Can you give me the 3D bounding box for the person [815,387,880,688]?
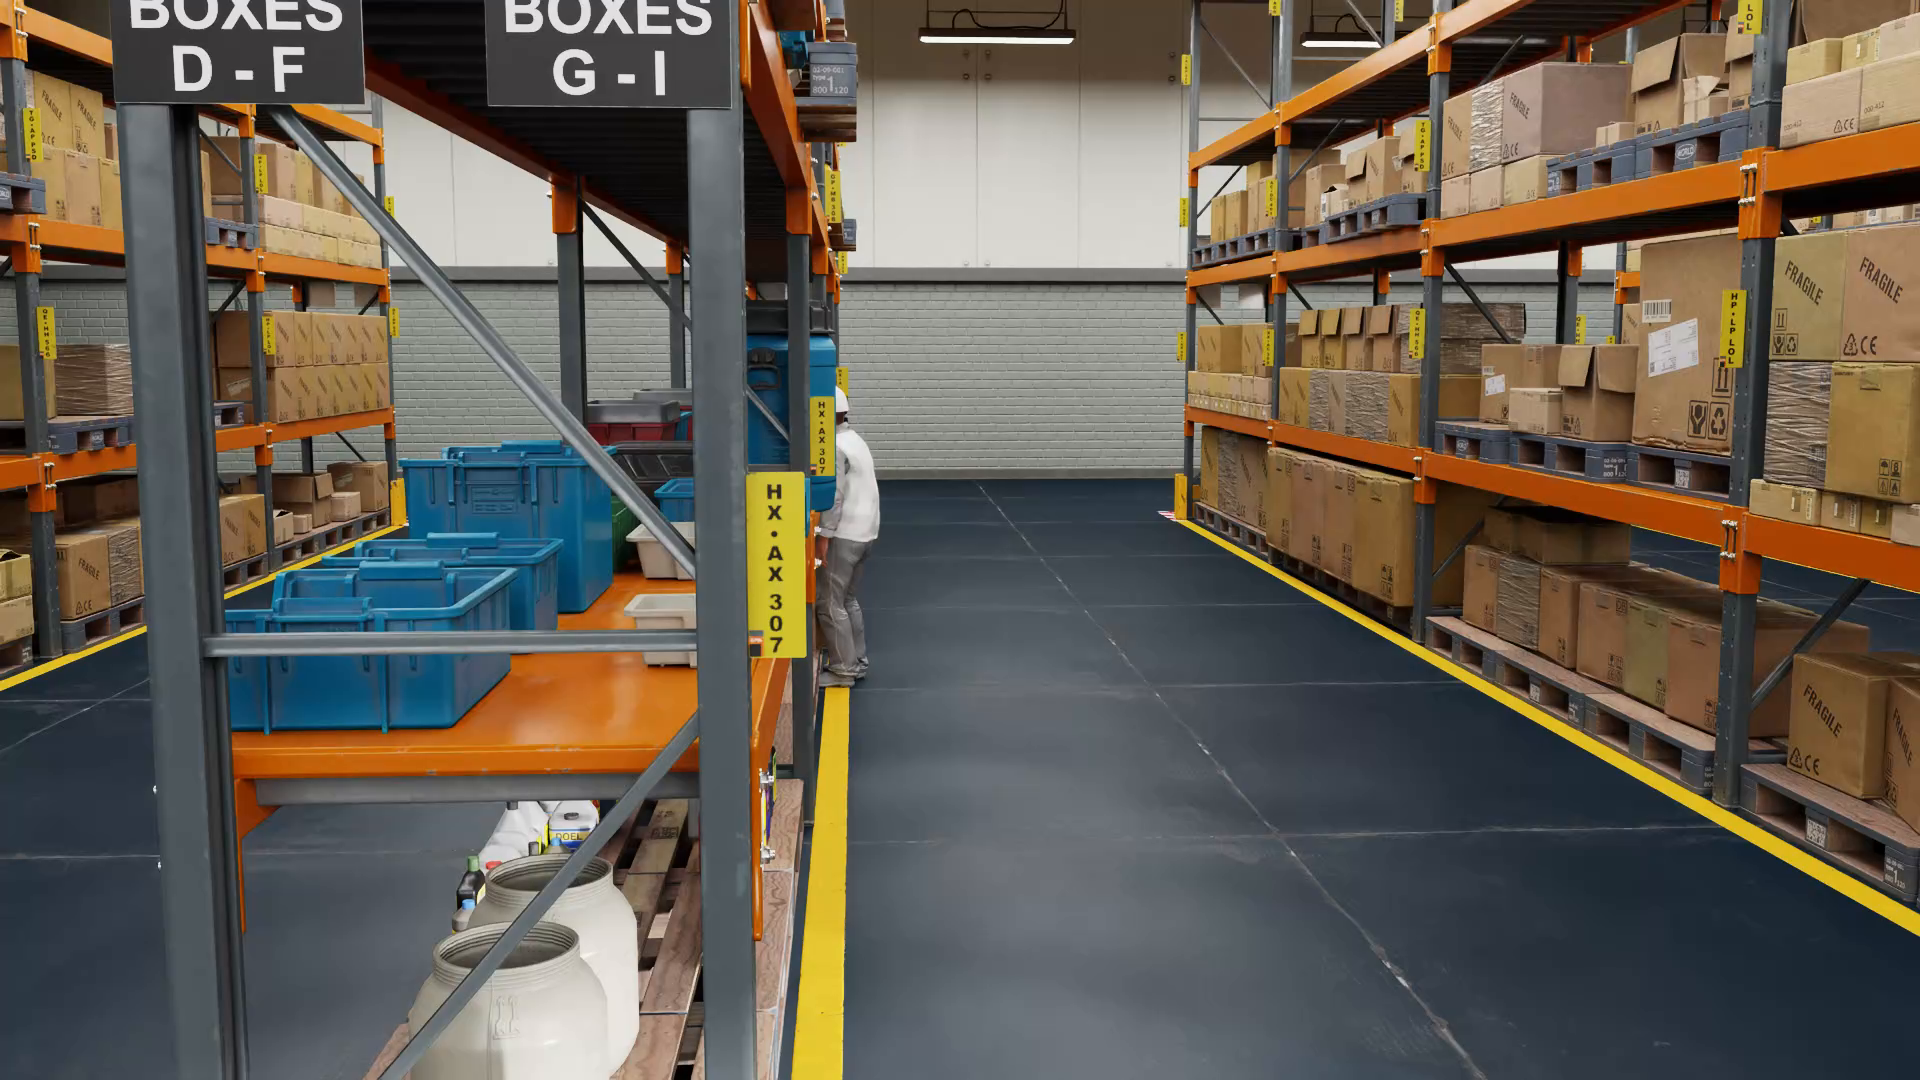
[{"bbox_3d":[-0.712,-0.027,9.858,0.463,1.771,0.580,2,7,14],"label":"person"}]
